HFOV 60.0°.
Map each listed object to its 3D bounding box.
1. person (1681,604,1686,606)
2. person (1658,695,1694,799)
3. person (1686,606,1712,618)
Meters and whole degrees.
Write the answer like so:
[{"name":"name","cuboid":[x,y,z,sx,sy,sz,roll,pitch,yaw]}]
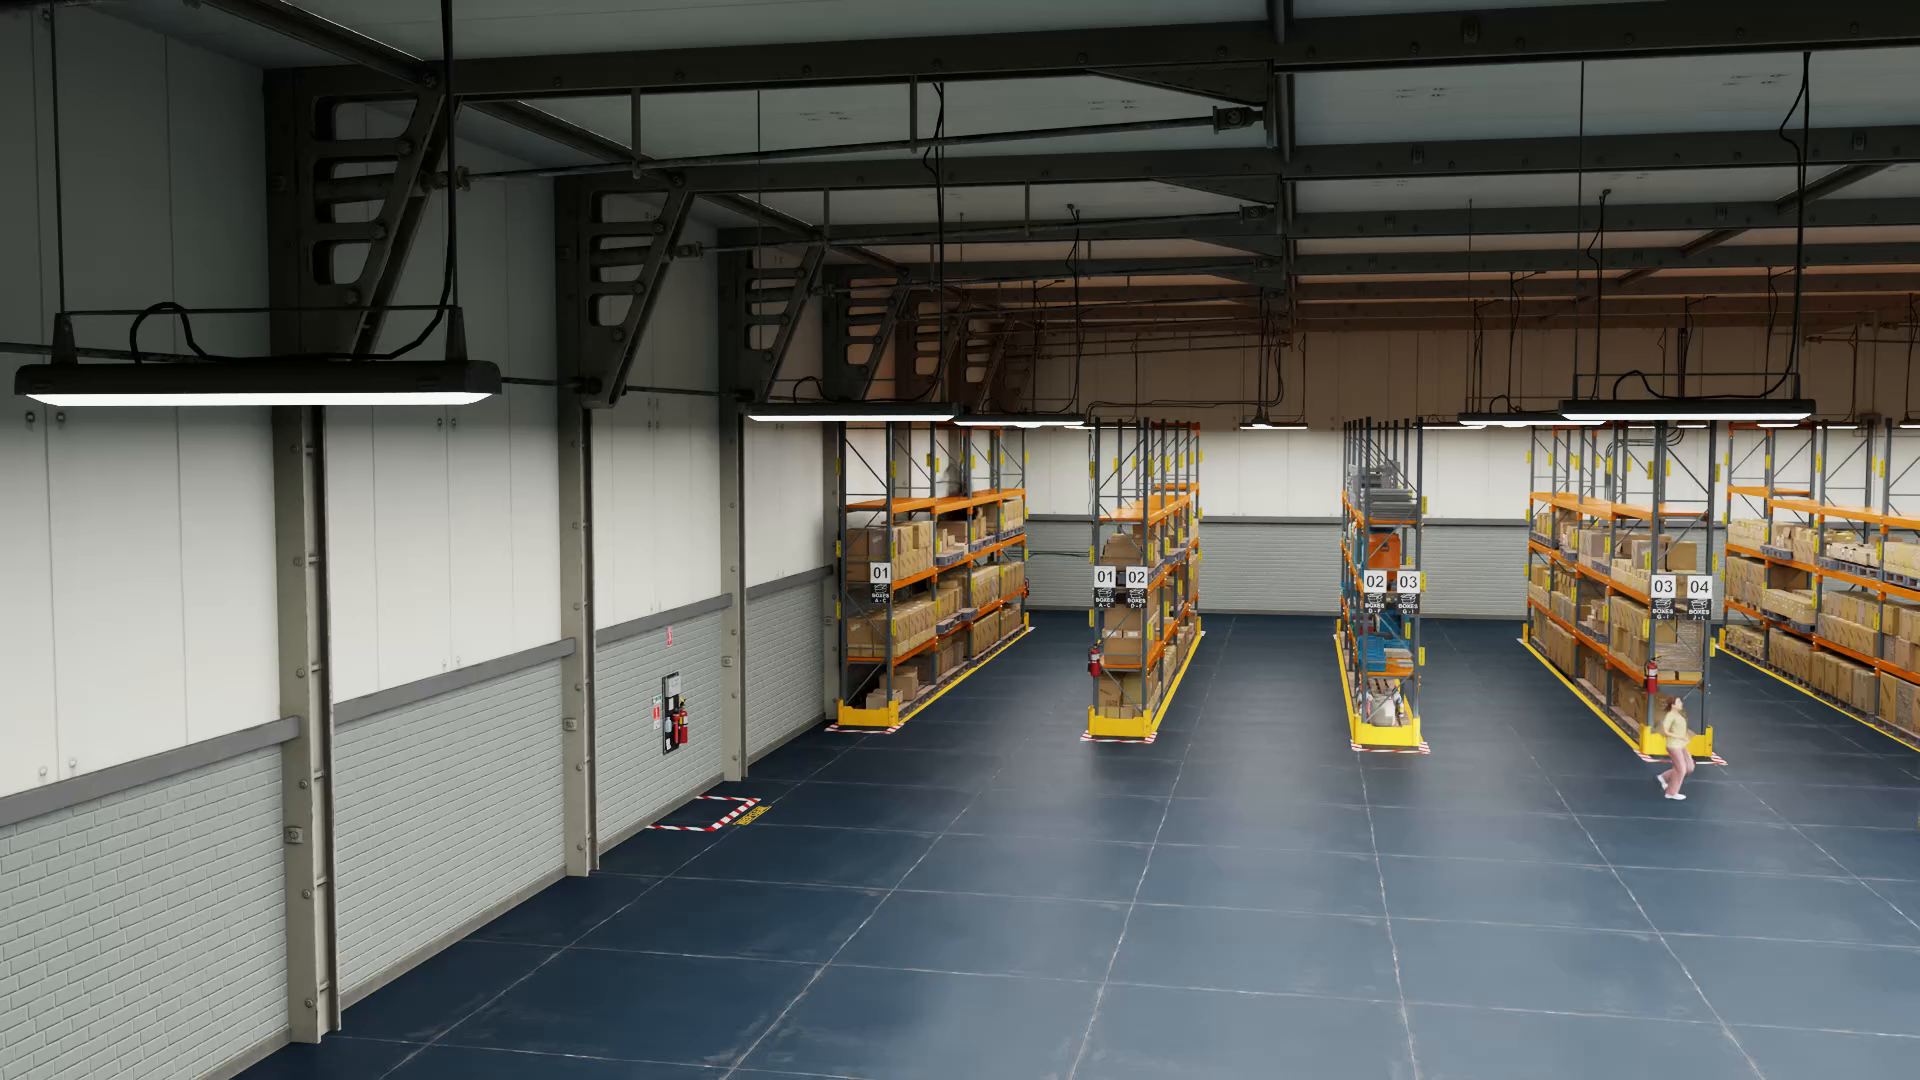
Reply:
[{"name":"person","cuboid":[19.394,2.035,44.838,0.613,1.586,0.600,-2,4,-23]},{"name":"person","cuboid":[11.151,3.224,25.910,0.556,1.622,0.576,3,5,41]},{"name":"person","cuboid":[18.430,2.213,41.566,0.646,1.651,0.707,0,4,5]}]
